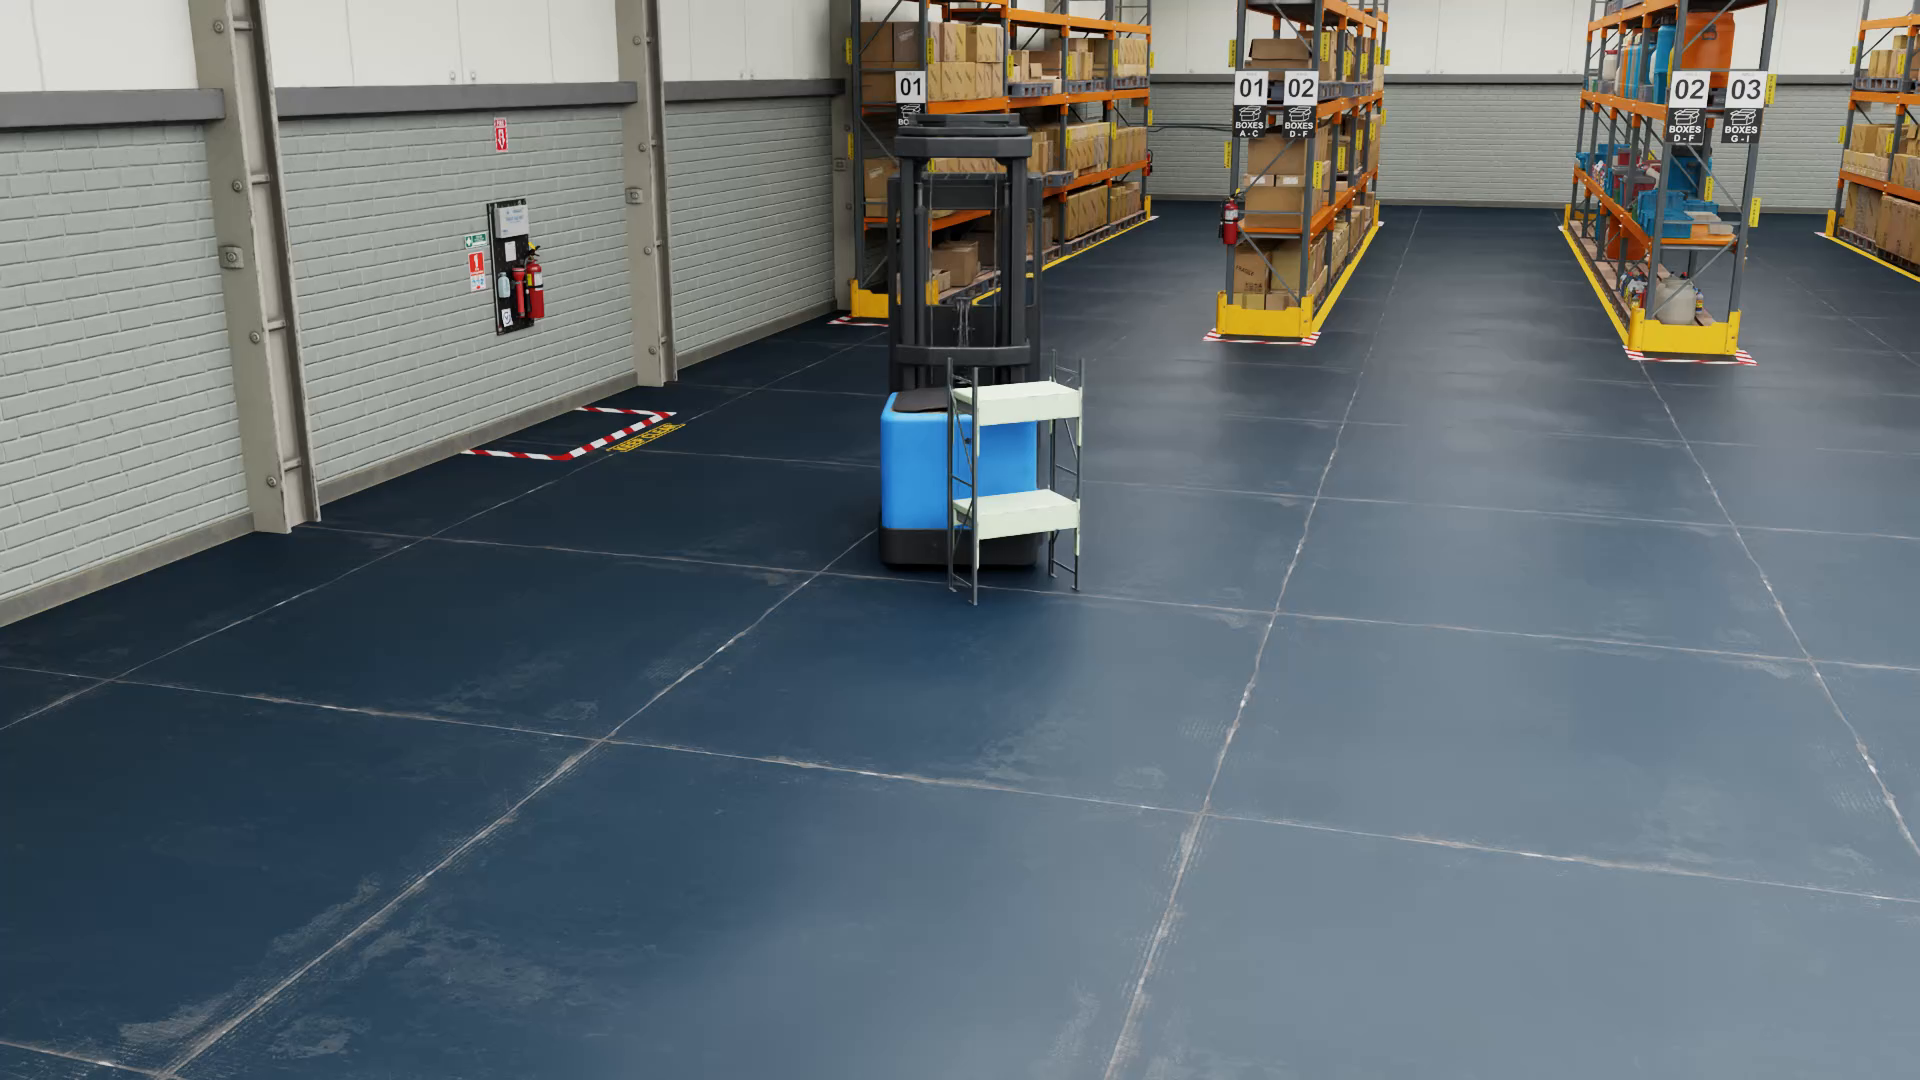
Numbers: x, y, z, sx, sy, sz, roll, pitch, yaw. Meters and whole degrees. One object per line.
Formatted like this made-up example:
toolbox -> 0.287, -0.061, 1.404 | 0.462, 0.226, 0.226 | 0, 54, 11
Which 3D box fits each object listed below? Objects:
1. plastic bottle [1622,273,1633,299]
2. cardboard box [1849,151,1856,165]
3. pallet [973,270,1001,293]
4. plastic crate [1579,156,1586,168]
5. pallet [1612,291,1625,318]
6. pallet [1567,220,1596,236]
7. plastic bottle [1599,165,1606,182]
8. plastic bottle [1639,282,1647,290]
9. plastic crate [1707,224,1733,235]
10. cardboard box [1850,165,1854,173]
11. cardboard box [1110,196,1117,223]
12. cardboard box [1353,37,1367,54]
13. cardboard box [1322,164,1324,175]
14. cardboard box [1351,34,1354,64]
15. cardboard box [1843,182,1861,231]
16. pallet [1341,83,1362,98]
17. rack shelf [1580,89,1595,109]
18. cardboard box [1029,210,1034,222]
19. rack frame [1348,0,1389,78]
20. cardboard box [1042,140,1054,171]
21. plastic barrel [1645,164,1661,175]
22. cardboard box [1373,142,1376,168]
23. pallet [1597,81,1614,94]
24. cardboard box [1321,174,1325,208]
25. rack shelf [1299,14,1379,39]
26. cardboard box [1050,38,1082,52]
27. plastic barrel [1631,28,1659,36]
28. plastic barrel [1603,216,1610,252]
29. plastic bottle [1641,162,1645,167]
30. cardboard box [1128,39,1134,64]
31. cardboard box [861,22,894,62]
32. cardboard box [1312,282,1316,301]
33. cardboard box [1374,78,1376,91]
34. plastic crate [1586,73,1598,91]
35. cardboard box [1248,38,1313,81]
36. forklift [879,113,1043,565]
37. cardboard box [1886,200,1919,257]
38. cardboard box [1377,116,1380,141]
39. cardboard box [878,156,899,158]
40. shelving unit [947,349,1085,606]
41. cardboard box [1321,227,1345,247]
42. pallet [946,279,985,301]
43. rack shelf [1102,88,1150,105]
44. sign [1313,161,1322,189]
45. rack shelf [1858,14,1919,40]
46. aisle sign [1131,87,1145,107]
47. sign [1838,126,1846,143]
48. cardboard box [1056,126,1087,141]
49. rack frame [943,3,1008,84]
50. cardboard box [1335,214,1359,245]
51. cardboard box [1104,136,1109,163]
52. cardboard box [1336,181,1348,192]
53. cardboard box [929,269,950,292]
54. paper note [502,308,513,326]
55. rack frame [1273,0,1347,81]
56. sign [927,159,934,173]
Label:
plastic bottle -> 9.050, -3.429, 22.469 | 0.144, 0.351, 0.185 | 4, 16, 14
cardboard box -> 17.353, -7.305, 31.817 | 0.500, 0.250, 0.500 | 4, 16, 15
pallet -> 0.075, -3.968, 25.433 | 1.003, 0.211, 1.213 | 5, 16, 16
plastic crate -> 12.381, -7.424, 32.704 | 0.416, 0.233, 0.300 | 5, 16, 16
pallet -> 9.500, -3.206, 22.745 | 1.003, 0.211, 1.213 | 5, 16, 16
pallet -> 12.869, -6.305, 33.672 | 1.003, 0.211, 1.213 | 5, 16, 16
plastic bottle -> 10.983, -6.219, 28.348 | 0.144, 0.351, 0.185 | 5, 16, 16
plastic bottle -> 9.078, -3.277, 22.070 | 0.152, 0.276, 0.135 | 5, 16, 16
plastic crate -> 9.157, -3.756, 20.057 | 0.298, 0.136, 0.250 | 5, 16, 16
cardboard box -> 17.255, -7.085, 31.770 | 0.380, 0.149, 0.250 | 4, 16, 15
cardboard box -> 2.816, -6.768, 34.006 | 0.700, 0.500, 0.500 | 5, 17, 17
cardboard box -> 7.358, -9.300, 31.609 | 0.700, 0.500, 0.500 | 5, 16, 16
cardboard box -> 4.820, -5.111, 22.981 | 0.380, 0.149, 0.250 | 5, 16, 16
cardboard box -> 6.539, -8.504, 28.802 | 0.500, 0.500, 0.500 | 5, 16, 16
cardboard box -> 17.785, -6.481, 32.308 | 0.875, 0.875, 0.875 | 5, 16, 16
pallet -> 5.697, -7.026, 25.954 | 1.003, 0.211, 1.213 | 5, 17, 18
rack shelf -> 12.573, -8.433, 31.885 | 1.077, 0.370, 4.000 | 5, 16, 16
cardboard box -> 0.992, -5.568, 28.362 | 0.500, 0.250, 0.500 | 5, 17, 17
rack frame -> 8.393, -11.131, 34.580 | 1.000, 3.000, 0.127 | 5, 16, 16
cardboard box -> 1.245, -6.671, 28.861 | 0.700, 0.500, 0.500 | 3, 16, 9
plastic barrel -> 10.780, -5.534, 25.640 | 0.421, 0.512, 0.421 | 0, 16, 0
cardboard box -> 8.092, -7.756, 33.495 | 0.500, 0.500, 0.500 | 4, 16, 15
pallet -> 11.875, -7.952, 29.218 | 1.213, 0.211, 1.003 | 5, 16, 16
cardboard box -> 4.863, -5.036, 23.906 | 0.700, 0.500, 0.500 | 4, 16, 14
rack shelf -> 6.688, -9.022, 29.199 | 1.077, 0.370, 4.000 | 5, 16, 16
cardboard box -> 1.987, -9.279, 31.186 | 0.500, 0.250, 0.500 | 4, 16, 14
plastic barrel -> 11.032, -7.766, 26.660 | 0.600, 0.830, 0.708 | 5, 16, 16
plastic barrel -> 11.311, -5.233, 28.431 | 0.600, 0.588, 0.708 | 5, 16, 16
plastic bottle -> 12.004, -6.475, 29.251 | 0.144, 0.351, 0.185 | 5, 16, 16
cardboard box -> 3.252, -9.992, 34.012 | 0.500, 0.500, 0.500 | 5, 17, 16
cardboard box -> -1.033, -6.556, 21.899 | 0.500, 0.500, 0.500 | 5, 17, 18
cardboard box -> 4.493, -3.323, 22.316 | 0.500, 0.250, 0.500 | 5, 16, 16
cardboard box -> 7.778, -8.807, 32.162 | 0.500, 0.250, 0.500 | 5, 16, 16
plastic crate -> 12.443, -8.894, 32.306 | 0.504, 0.338, 0.767 | 5, 16, 16
cardboard box -> 4.013, -5.971, 20.670 | 0.797, 0.503, 0.637 | 6, 17, 20
forklift -> 0.045, -1.592, 12.070 | 1.130, 2.935, 3.031 | 1, 16, 2
cardboard box -> 16.337, -5.206, 27.810 | 1.225, 0.875, 0.875 | 4, 16, 14
cardboard box -> 8.244, -8.368, 33.817 | 0.500, 0.500, 0.500 | 5, 17, 17
cardboard box -> -0.822, -5.011, 22.862 | 0.500, 0.500, 0.500 | 5, 17, 17
shelving unit -> 0.346, -0.403, 10.502 | 0.755, 1.500, 0.431 | -7, 17, -24
cardboard box -> 5.919, -4.876, 26.765 | 0.500, 0.311, 0.500 | 5, 16, 16
pallet -> -0.270, -3.648, 24.304 | 1.003, 0.211, 1.213 | 5, 16, 16
rack shelf -> 3.074, -9.201, 34.594 | 1.077, 0.370, 4.000 | 5, 16, 16
sign -> 4.376, -4.468, 20.355 | 0.100, 0.325, 0.005 | 5, 16, 16
rack shelf -> 17.321, -9.300, 30.176 | 1.077, 0.370, 4.000 | 5, 16, 16
aisle sign -> 3.950, -9.874, 36.379 | 0.394, 0.787, 0.004 | 5, 16, 16
sign -> 17.359, -7.974, 32.715 | 0.100, 0.325, 0.005 | 5, 16, 16
cardboard box -> 2.035, -7.467, 30.518 | 0.500, 0.250, 0.500 | 5, 17, 16
rack frame -> 0.232, -8.374, 24.863 | 1.000, 3.000, 0.127 | 5, 16, 16
cardboard box -> 6.814, -5.526, 29.588 | 0.500, 0.500, 0.500 | 4, 16, 15
cardboard box -> 2.616, -7.642, 32.509 | 0.500, 0.500, 0.500 | 4, 16, 15
cardboard box -> 6.129, -5.774, 27.149 | 0.380, 0.149, 0.250 | 5, 16, 16
cardboard box -> -0.460, -3.683, 23.438 | 0.500, 0.311, 0.500 | 6, 17, 20
paper note -> -4.095, -2.014, 15.046 | 0.016, 0.148, 0.142 | 5, 16, 16
rack frame -> 4.983, -7.991, 23.512 | 1.000, 3.000, 0.127 | 5, 16, 16
sign -> -0.384, -4.816, 21.725 | 0.100, 0.325, 0.005 | 5, 16, 16
